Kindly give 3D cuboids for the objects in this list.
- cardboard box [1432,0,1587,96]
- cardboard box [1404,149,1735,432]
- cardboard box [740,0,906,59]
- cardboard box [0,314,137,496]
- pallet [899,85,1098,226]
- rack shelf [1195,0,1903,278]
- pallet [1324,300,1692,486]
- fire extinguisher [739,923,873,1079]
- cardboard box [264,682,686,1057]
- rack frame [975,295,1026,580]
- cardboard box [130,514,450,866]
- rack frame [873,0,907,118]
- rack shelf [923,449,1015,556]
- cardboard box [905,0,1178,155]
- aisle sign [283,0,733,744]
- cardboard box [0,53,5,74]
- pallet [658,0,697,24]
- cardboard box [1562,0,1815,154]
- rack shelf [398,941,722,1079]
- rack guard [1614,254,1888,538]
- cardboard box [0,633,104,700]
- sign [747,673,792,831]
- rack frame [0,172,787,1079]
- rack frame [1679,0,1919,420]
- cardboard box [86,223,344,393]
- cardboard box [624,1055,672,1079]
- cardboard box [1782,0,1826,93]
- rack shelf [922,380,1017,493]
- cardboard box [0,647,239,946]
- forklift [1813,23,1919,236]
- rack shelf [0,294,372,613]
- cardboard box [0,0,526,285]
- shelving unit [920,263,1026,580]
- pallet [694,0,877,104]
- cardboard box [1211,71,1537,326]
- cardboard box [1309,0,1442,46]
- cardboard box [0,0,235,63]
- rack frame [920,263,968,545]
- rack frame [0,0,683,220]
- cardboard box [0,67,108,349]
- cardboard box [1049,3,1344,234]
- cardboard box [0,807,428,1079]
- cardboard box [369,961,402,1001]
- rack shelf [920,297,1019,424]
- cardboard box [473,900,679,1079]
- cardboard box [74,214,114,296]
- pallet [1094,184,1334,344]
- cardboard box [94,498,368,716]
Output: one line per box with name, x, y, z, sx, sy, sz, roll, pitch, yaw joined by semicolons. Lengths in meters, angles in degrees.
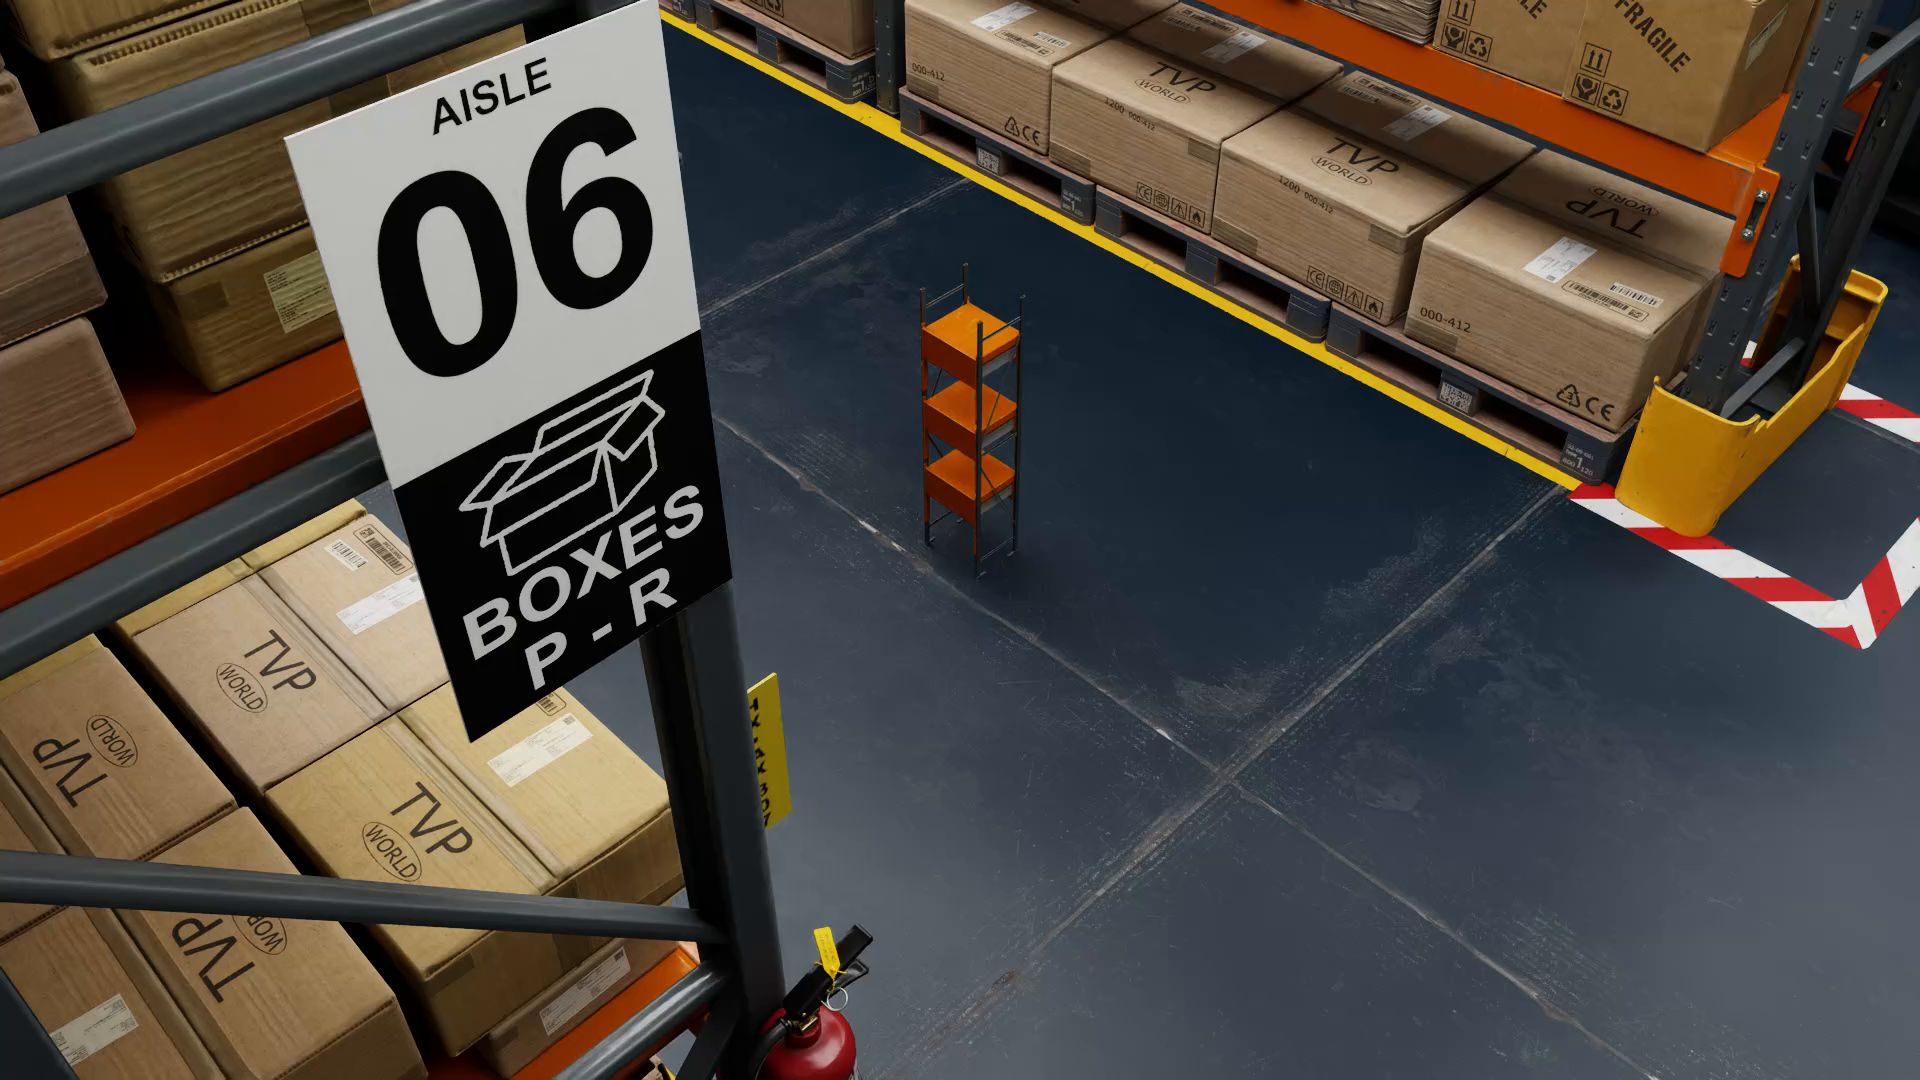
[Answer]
cardboard box;1.949;-1.854;5.472;0.500;0.500;0.500;33;52;31
cardboard box;2.284;-0.946;6.142;0.875;0.438;0.875;32;52;30
cardboard box;-0.498;-3.019;8.064;0.875;0.875;0.875;-32;52;-30
cardboard box;-1.081;-0.136;1.661;0.380;0.149;0.250;-33;52;-30
pallet;0.478;-1.959;7.714;1.003;0.211;1.213;-34;53;-31
rack shelf;1.408;-2.161;6.408;1.077;0.370;4.000;-34;53;-31
pallet;2.201;-0.786;6.446;1.003;0.211;1.213;-34;53;-31
fire extinguisher;-0.260;0.931;2.864;0.296;0.674;0.183;-34;53;-31
cardboard box;-0.821;0.515;2.873;0.500;0.250;0.500;-34;52;-31
rack frame;0.124;-0.301;5.302;0.200;1.050;0.008;-34;53;-31
cardboard box;-1.177;0.273;3.135;0.500;0.250;0.500;-34;52;-31
rack frame;-0.004;-3.386;7.204;1.000;3.000;0.127;-34;53;-31
rack shelf;0.038;-0.148;5.562;0.215;0.259;0.240;-34;53;-31
cardboard box;0.363;-2.246;7.549;0.875;0.438;0.875;33;52;31
aisle sign;-0.435;-0.146;1.782;0.394;0.787;0.004;-34;53;-31
cardboard box;-1.202;-0.502;1.396;0.500;0.250;0.500;33;52;30
pallet;-1.468;-3.283;9.147;1.003;0.211;1.213;-34;53;-31
cardboard box;2.293;-1.606;5.204;0.500;0.500;0.500;-34;52;-31
rack shelf;-2.103;0.220;3.832;1.077;0.370;4.000;-34;53;-31
rack guard;2.838;-0.534;5.960;1.175;0.500;0.348;-34;53;-31
cardboard box;-1.913;0.280;3.128;0.500;0.250;0.500;-32;52;-30
sign;-0.307;0.339;2.535;0.100;0.325;0.005;-34;53;-31
rack frame;-0.691;0.917;2.548;1.000;3.000;0.127;-34;53;-31
rack frame;2.821;-1.464;5.124;1.000;3.000;0.127;-34;53;-31
cardboard box;-0.751;-0.357;1.901;0.380;0.149;0.250;-33;52;-30
cardboard box;-1.056;1.340;3.620;0.637;0.503;0.797;32;52;30
cardboard box;2.685;-1.869;5.489;0.500;0.500;0.500;34;52;31
rack shelf;0.038;-0.352;5.373;0.215;0.259;0.240;-34;53;-31
cardboard box;-1.567;0.520;2.868;0.500;0.250;0.500;-34;52;-31
forklift;4.208;-2.784;6.603;1.130;2.935;3.031;-29;50;-28
rack shelf;-2.103;-0.882;2.814;1.077;0.370;4.000;-34;53;-31
cardboard box;-0.811;-0.583;1.852;0.500;0.250;0.500;34;52;31
shelving unit;0.038;-0.360;5.366;0.215;1.050;0.252;-34;53;-31
pallet;-0.602;-2.696;8.513;1.003;0.211;1.213;-34;53;-31
cardboard box;1.632;-1.382;6.614;0.875;0.438;0.875;-33;52;-30
cardboard box;1.579;-2.096;5.735;0.500;0.500;0.500;-33;52;-30
cardboard box;-0.826;-0.756;1.671;0.500;0.250;0.500;34;52;31
rack frame;-0.048;-0.419;5.429;0.200;1.050;0.008;-34;53;-31
rack frame;-0.691;-1.287;0.512;1.000;3.000;0.127;-34;53;-31
cardboard box;-1.198;-0.322;1.570;0.500;0.250;0.500;33;52;31
cardboard box;0.996;-1.816;7.084;0.875;0.438;0.875;33;52;30
cardboard box;-1.204;0.769;2.599;0.500;0.250;0.500;-33;52;-30
cardboard box;-0.941;0.620;3.054;0.380;0.149;0.250;-33;52;-30
rack shelf;0.038;-0.561;5.180;0.215;0.259;0.240;-34;53;-31
cardboard box;-0.729;0.720;2.946;0.250;0.149;0.380;34;52;31
cardboard box;-0.955;-0.471;2.024;0.380;0.149;0.250;-33;52;-31
pallet;1.343;-1.373;7.080;1.003;0.211;1.213;-34;53;-31
cardboard box;-1.537;0.031;3.397;0.500;0.250;0.500;33;52;31
